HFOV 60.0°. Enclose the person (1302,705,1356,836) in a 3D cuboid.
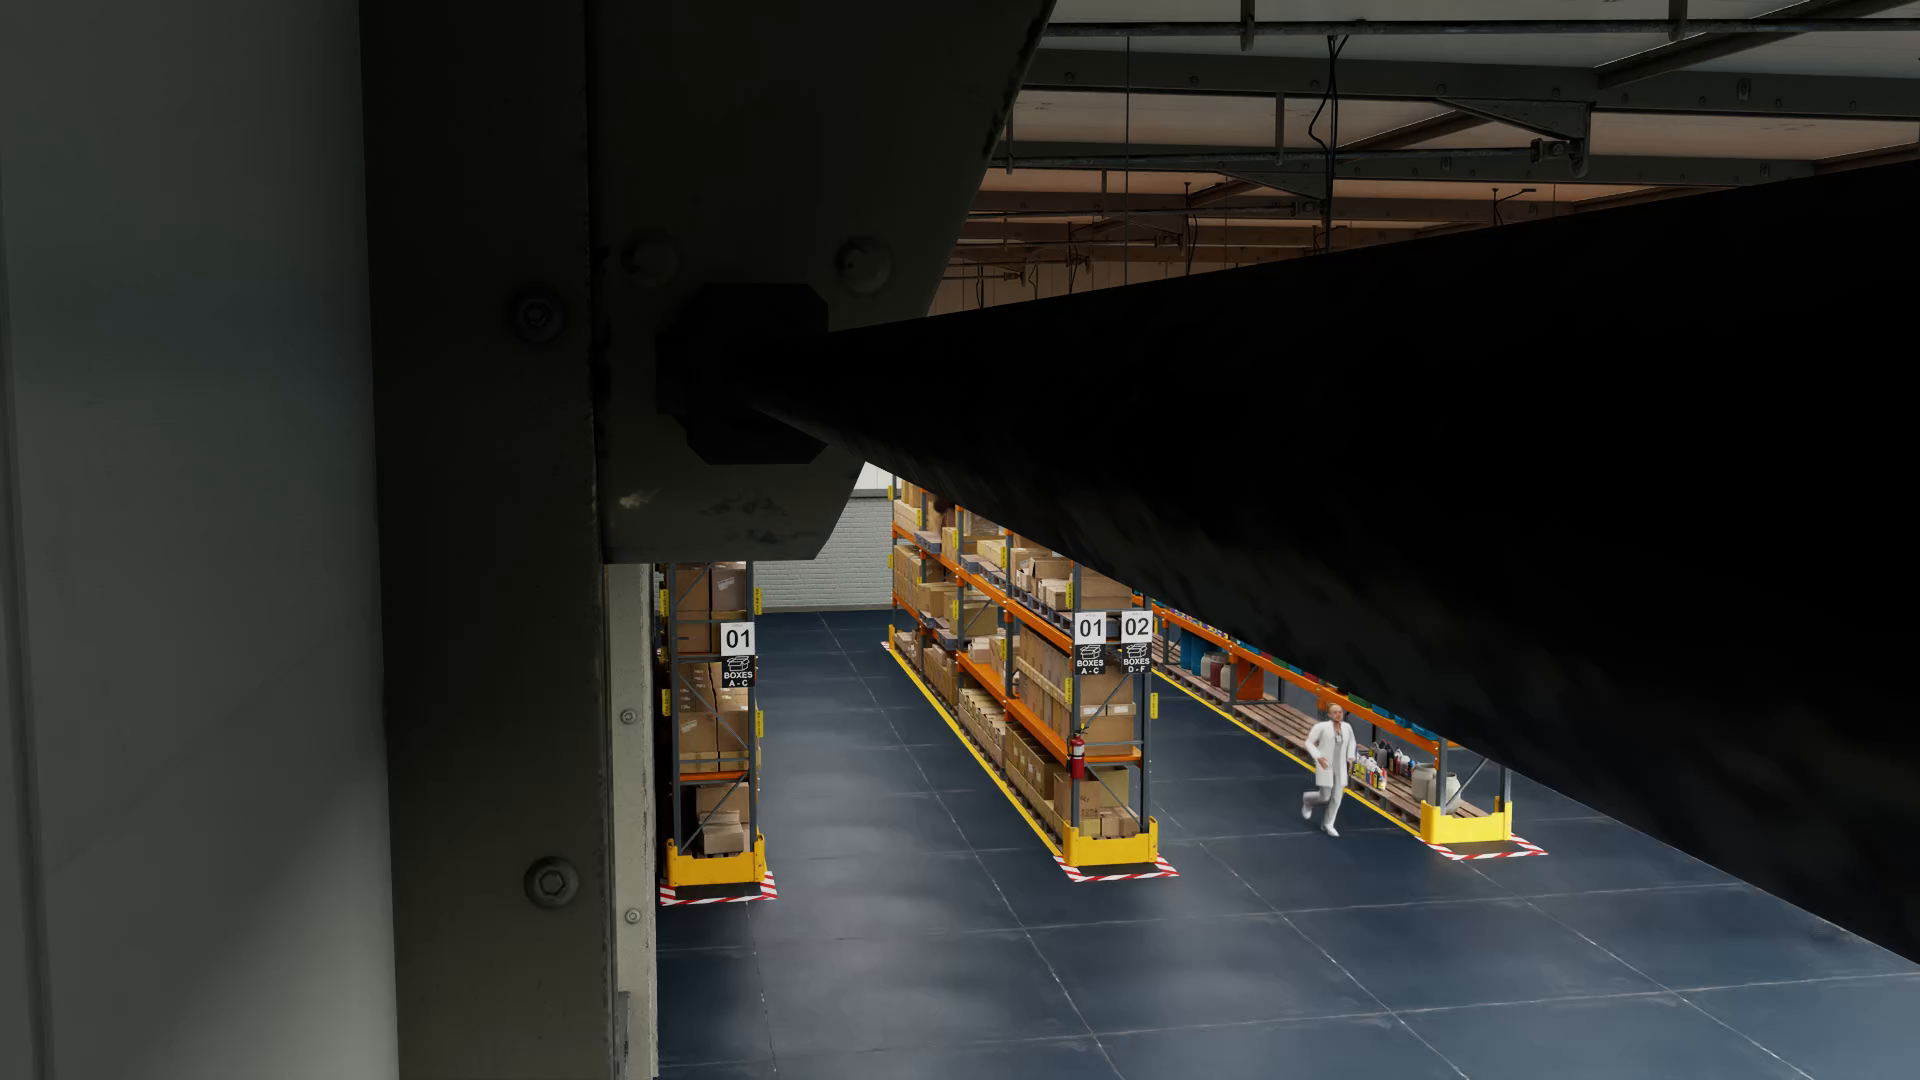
[{"bbox_3d":[4.996,3.060,22.436,0.736,1.740,0.728,-2,6,-14],"label":"person"}]
